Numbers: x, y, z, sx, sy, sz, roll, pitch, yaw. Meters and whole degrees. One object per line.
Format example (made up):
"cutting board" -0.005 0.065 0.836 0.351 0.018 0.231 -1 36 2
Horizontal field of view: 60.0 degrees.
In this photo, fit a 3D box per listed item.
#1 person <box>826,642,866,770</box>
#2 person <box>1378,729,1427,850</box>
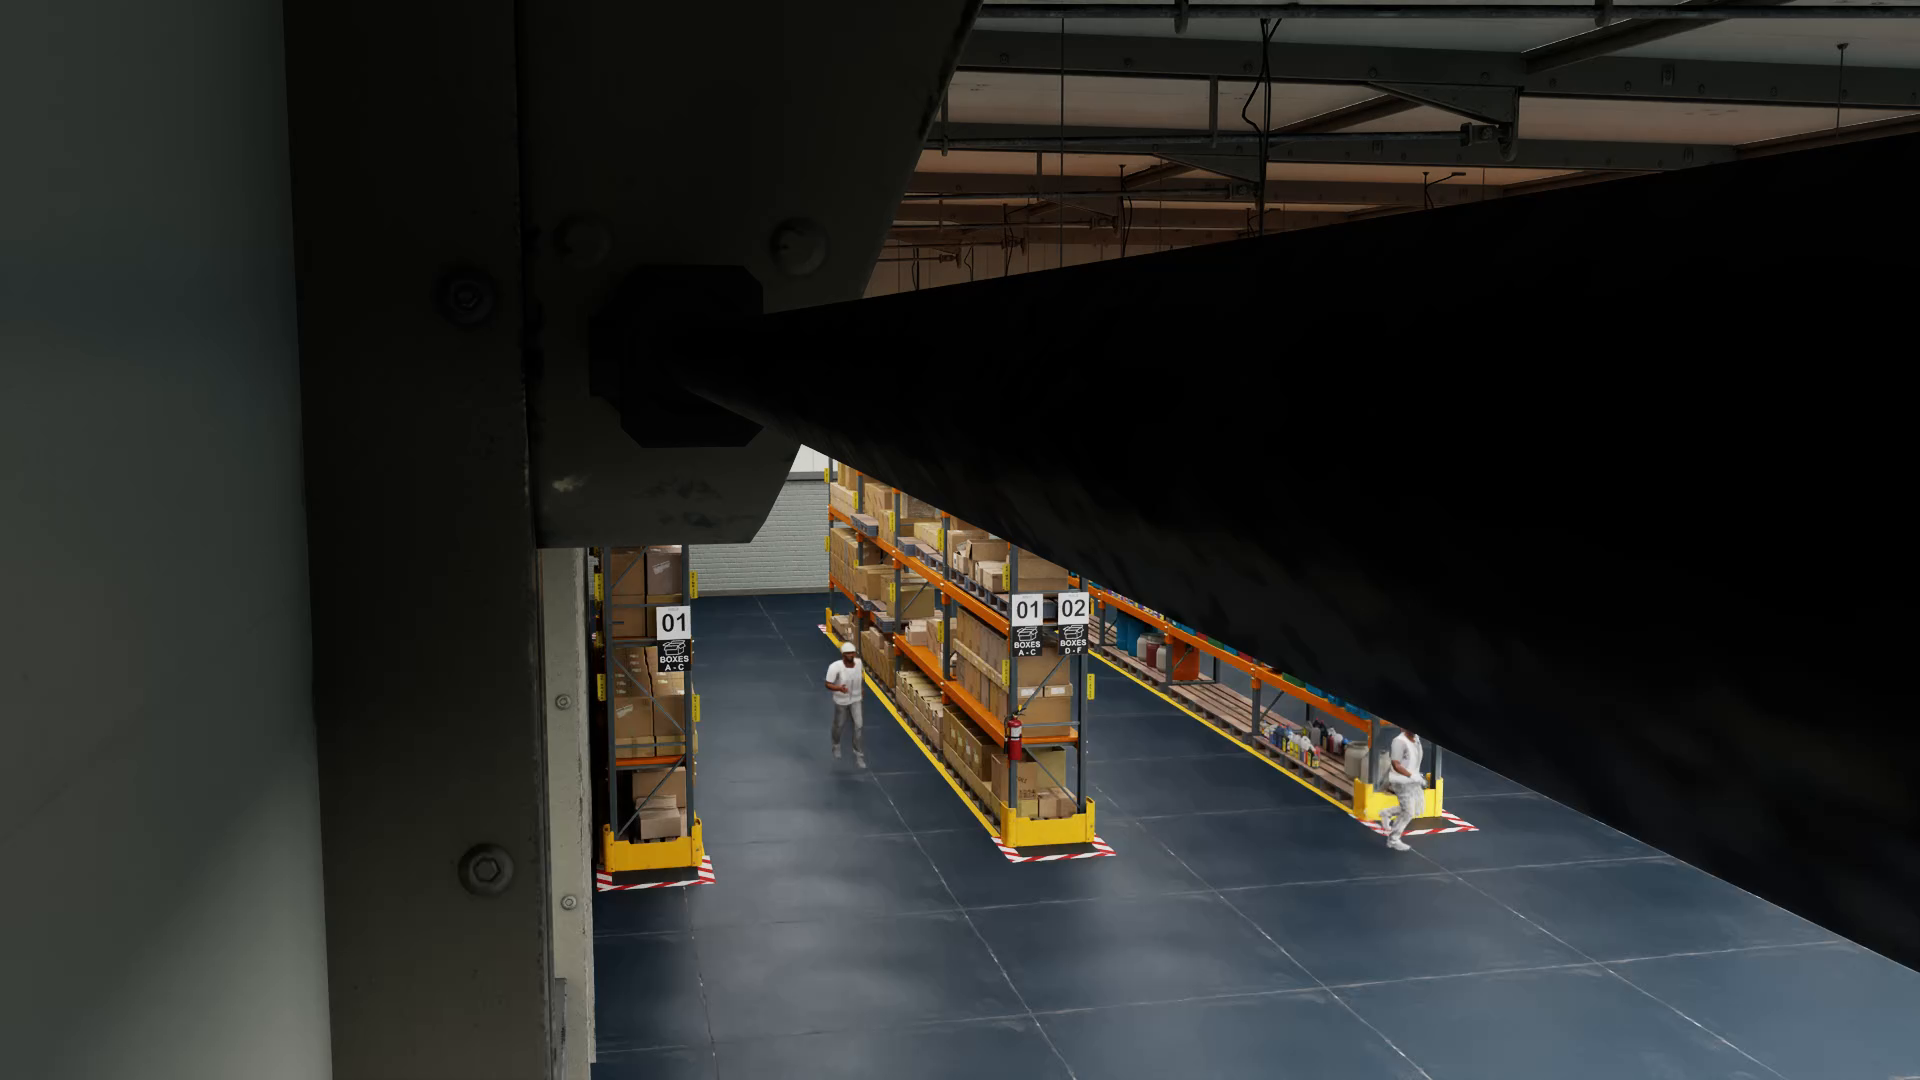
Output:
"person" -1.647 2.357 24.074 0.639 1.803 0.865 -3 7 -21
"person" 5.577 3.007 20.838 0.669 1.737 0.714 5 8 35
